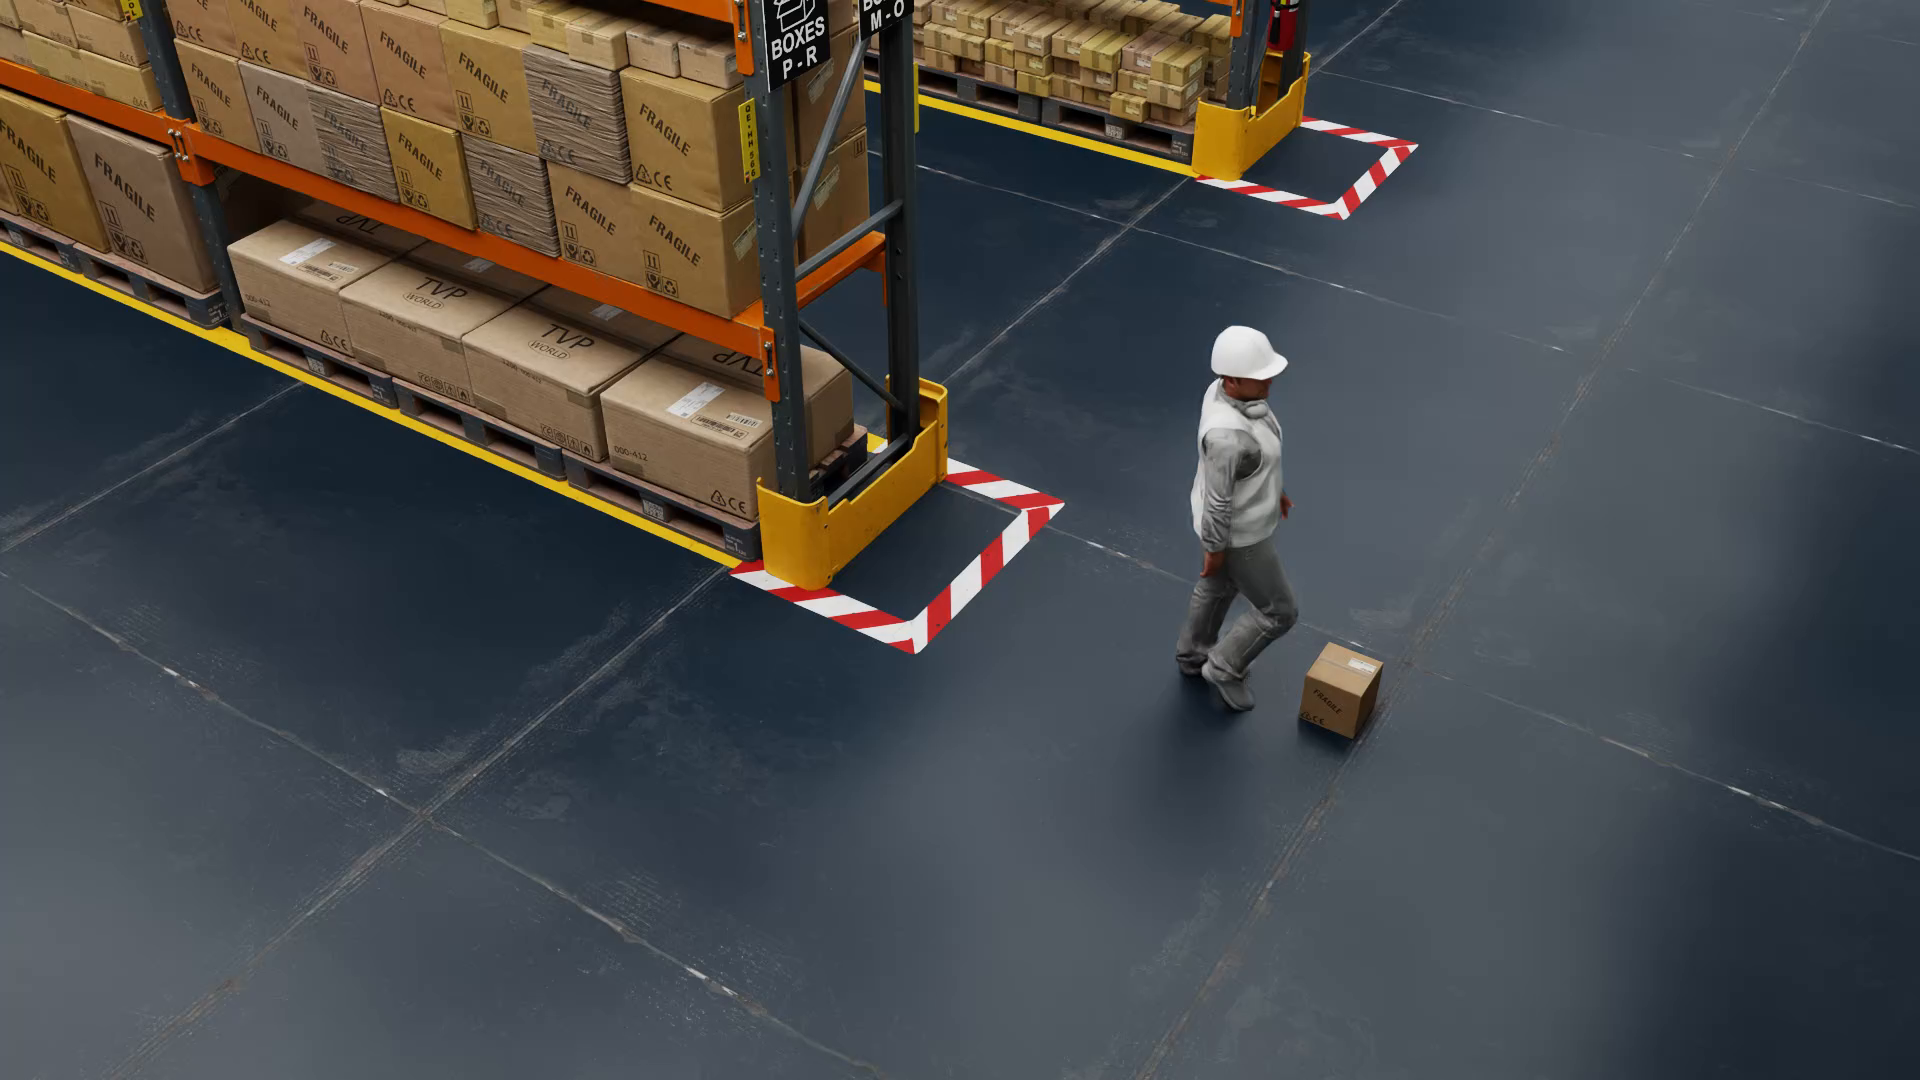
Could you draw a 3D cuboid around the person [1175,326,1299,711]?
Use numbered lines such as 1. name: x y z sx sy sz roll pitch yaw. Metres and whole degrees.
1. person: 1.163 -0.070 6.751 0.483 1.809 0.551 3 38 4
